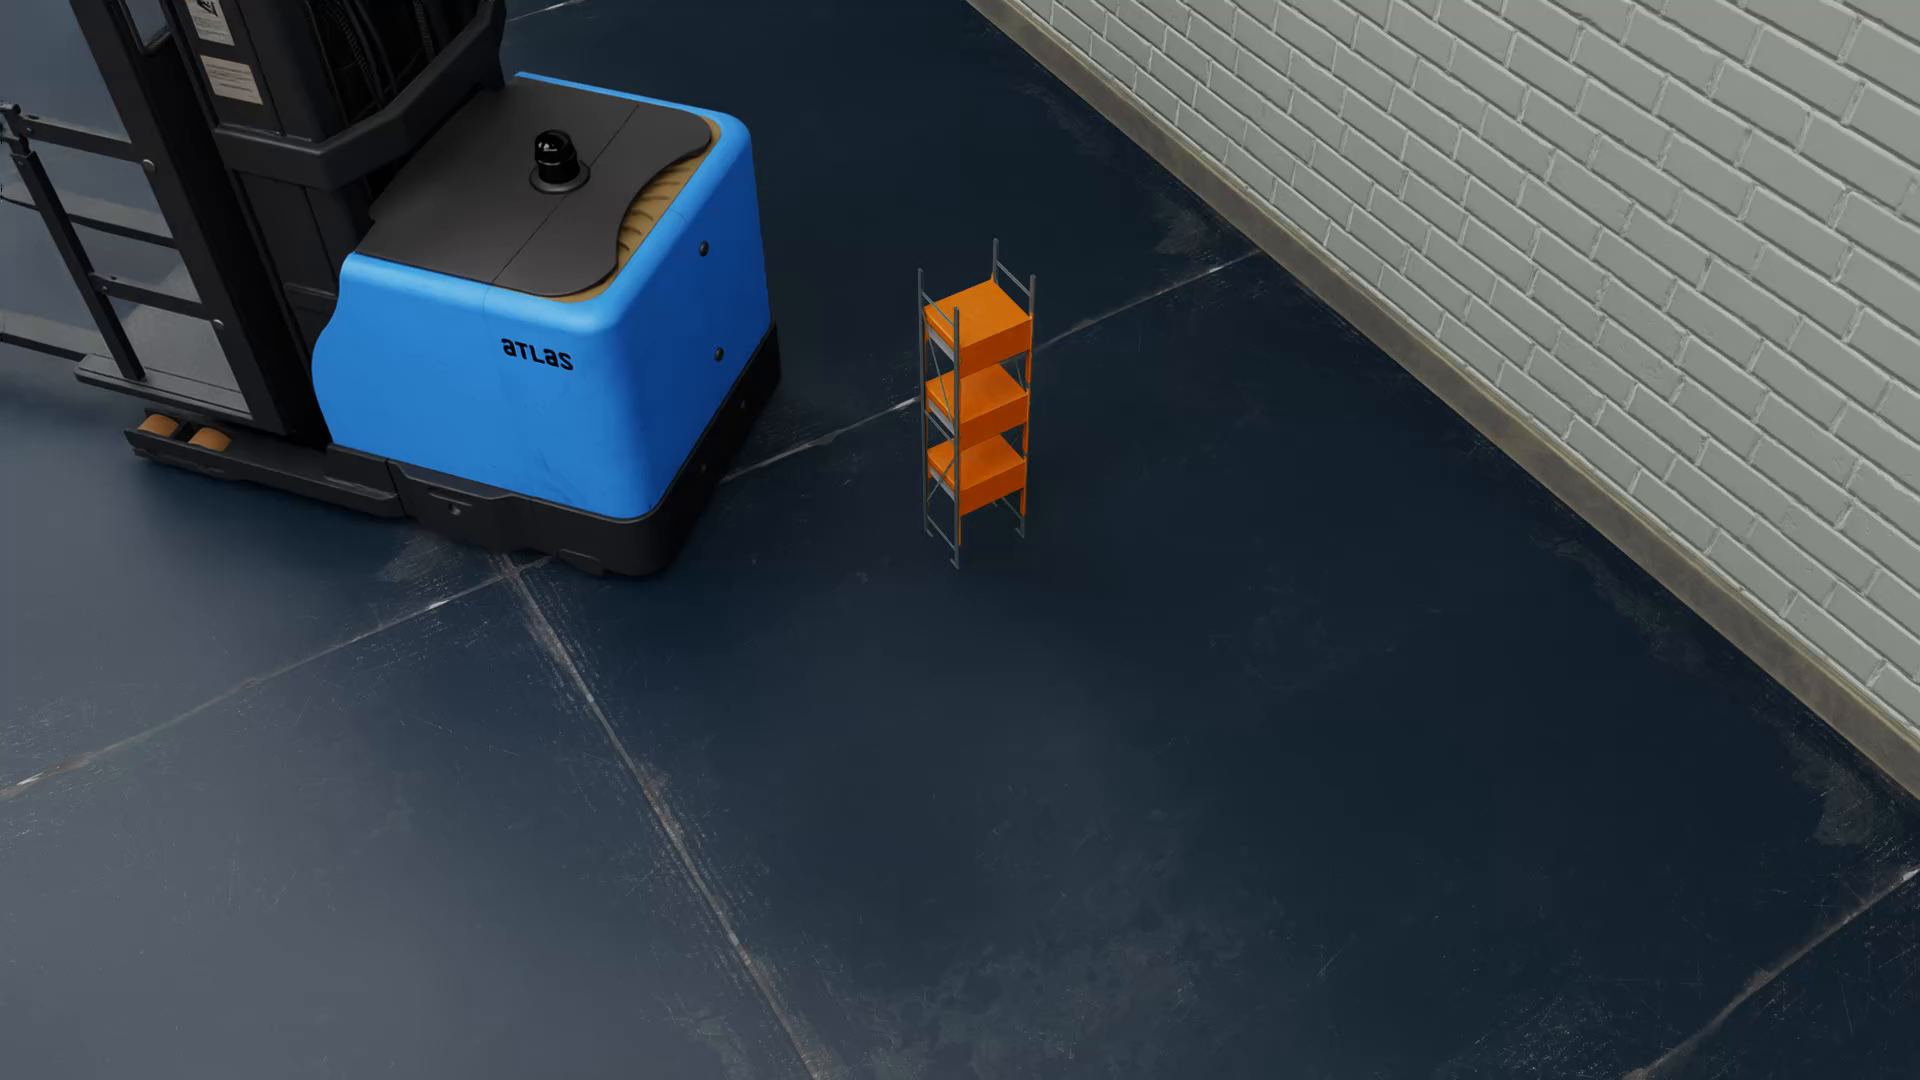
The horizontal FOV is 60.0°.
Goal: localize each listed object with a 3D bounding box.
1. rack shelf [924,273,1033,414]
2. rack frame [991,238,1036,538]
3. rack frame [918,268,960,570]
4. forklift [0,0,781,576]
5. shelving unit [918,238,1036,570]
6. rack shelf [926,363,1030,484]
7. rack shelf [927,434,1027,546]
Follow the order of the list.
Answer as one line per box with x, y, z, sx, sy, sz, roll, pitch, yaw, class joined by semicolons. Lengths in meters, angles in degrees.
0.045;-0.552;4.673;0.240;0.259;0.215;-25;53;-21;rack shelf
0.148;-0.419;4.920;0.008;1.050;0.200;-25;53;-21;rack frame
-0.058;-0.322;4.834;0.008;1.050;0.200;-25;53;-21;rack frame
-2.181;-1.535;4.654;3.031;2.935;1.130;14;50;12;forklift
0.045;-0.370;4.877;0.252;1.050;0.215;-25;53;-21;shelving unit
0.045;-0.363;4.885;0.240;0.259;0.215;-25;53;-21;rack shelf
0.045;-0.179;5.092;0.240;0.259;0.215;-25;53;-21;rack shelf
